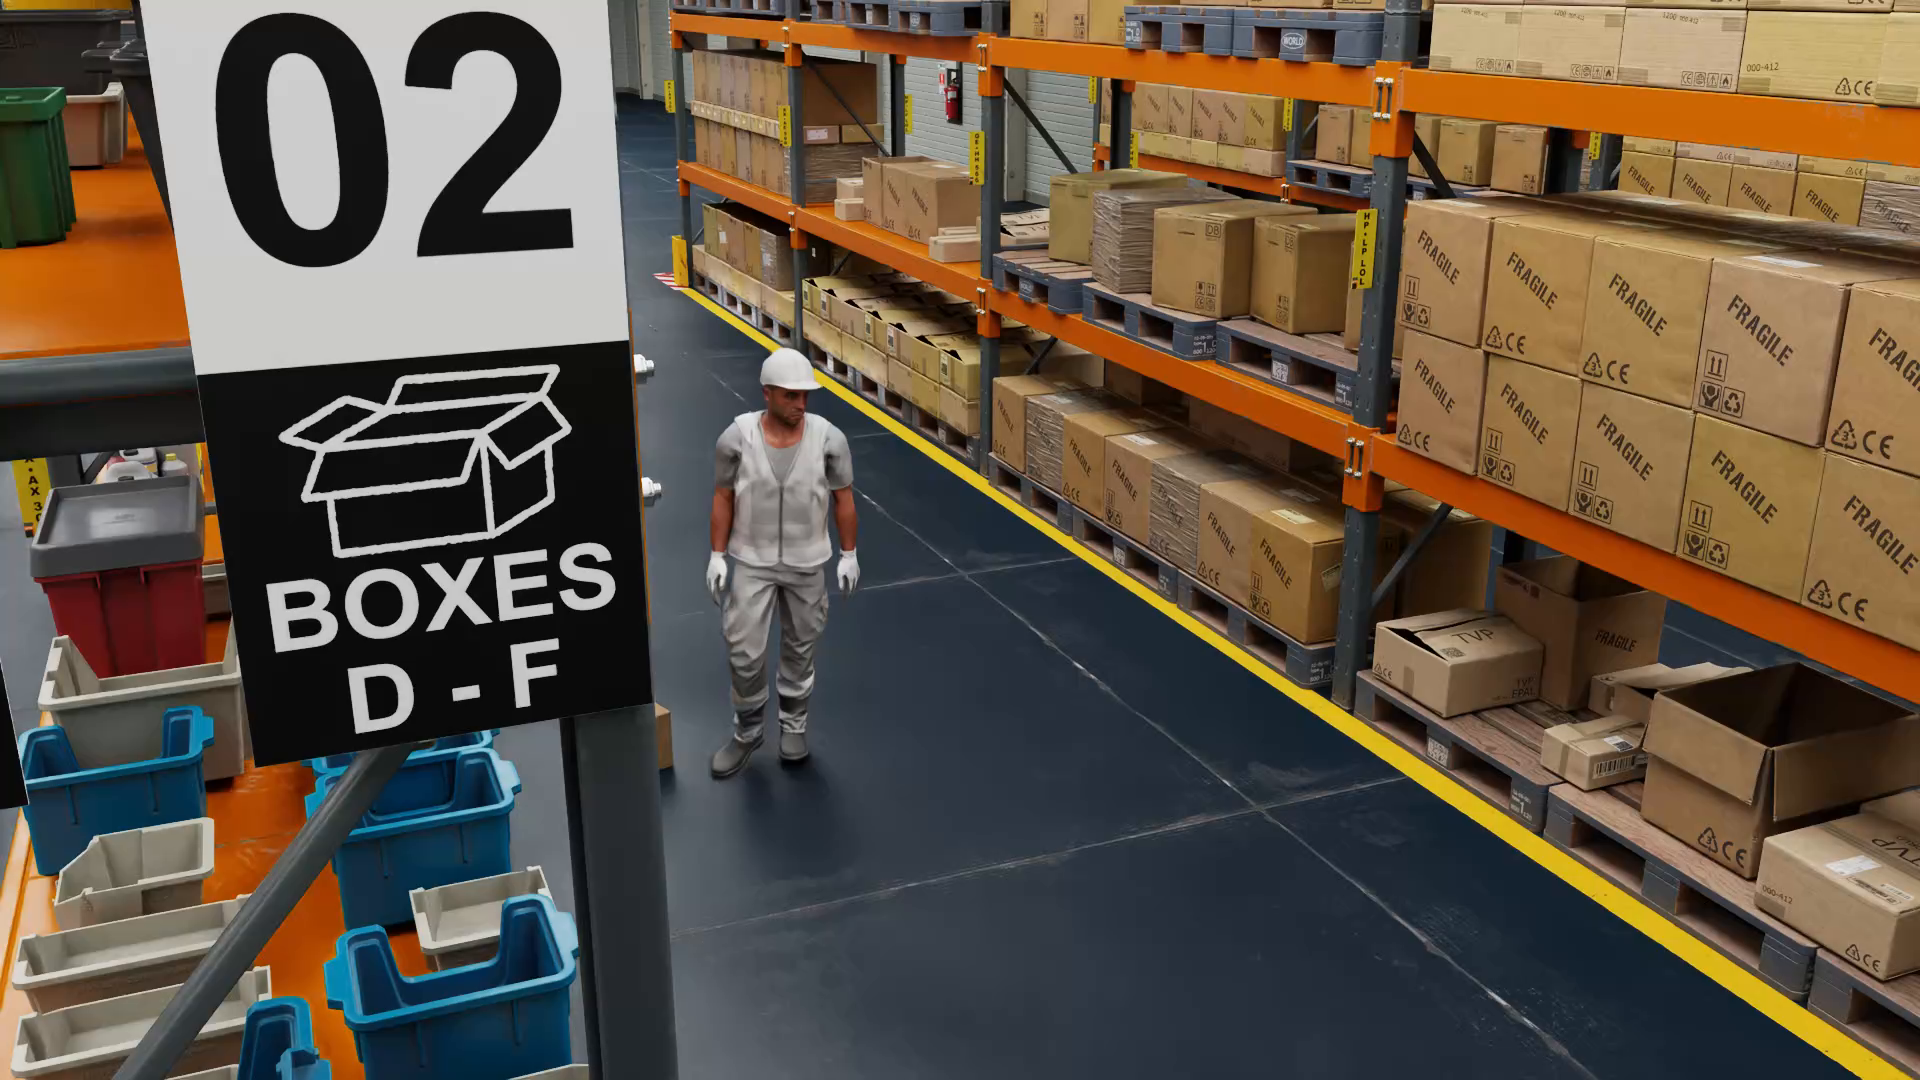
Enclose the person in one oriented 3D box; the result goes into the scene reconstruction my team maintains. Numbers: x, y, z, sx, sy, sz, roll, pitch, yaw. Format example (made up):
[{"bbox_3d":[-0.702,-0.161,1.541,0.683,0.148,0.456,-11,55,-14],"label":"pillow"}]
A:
[{"bbox_3d":[-0.727,0.091,6.721,0.647,1.784,0.474,-3,19,-8],"label":"person"}]
